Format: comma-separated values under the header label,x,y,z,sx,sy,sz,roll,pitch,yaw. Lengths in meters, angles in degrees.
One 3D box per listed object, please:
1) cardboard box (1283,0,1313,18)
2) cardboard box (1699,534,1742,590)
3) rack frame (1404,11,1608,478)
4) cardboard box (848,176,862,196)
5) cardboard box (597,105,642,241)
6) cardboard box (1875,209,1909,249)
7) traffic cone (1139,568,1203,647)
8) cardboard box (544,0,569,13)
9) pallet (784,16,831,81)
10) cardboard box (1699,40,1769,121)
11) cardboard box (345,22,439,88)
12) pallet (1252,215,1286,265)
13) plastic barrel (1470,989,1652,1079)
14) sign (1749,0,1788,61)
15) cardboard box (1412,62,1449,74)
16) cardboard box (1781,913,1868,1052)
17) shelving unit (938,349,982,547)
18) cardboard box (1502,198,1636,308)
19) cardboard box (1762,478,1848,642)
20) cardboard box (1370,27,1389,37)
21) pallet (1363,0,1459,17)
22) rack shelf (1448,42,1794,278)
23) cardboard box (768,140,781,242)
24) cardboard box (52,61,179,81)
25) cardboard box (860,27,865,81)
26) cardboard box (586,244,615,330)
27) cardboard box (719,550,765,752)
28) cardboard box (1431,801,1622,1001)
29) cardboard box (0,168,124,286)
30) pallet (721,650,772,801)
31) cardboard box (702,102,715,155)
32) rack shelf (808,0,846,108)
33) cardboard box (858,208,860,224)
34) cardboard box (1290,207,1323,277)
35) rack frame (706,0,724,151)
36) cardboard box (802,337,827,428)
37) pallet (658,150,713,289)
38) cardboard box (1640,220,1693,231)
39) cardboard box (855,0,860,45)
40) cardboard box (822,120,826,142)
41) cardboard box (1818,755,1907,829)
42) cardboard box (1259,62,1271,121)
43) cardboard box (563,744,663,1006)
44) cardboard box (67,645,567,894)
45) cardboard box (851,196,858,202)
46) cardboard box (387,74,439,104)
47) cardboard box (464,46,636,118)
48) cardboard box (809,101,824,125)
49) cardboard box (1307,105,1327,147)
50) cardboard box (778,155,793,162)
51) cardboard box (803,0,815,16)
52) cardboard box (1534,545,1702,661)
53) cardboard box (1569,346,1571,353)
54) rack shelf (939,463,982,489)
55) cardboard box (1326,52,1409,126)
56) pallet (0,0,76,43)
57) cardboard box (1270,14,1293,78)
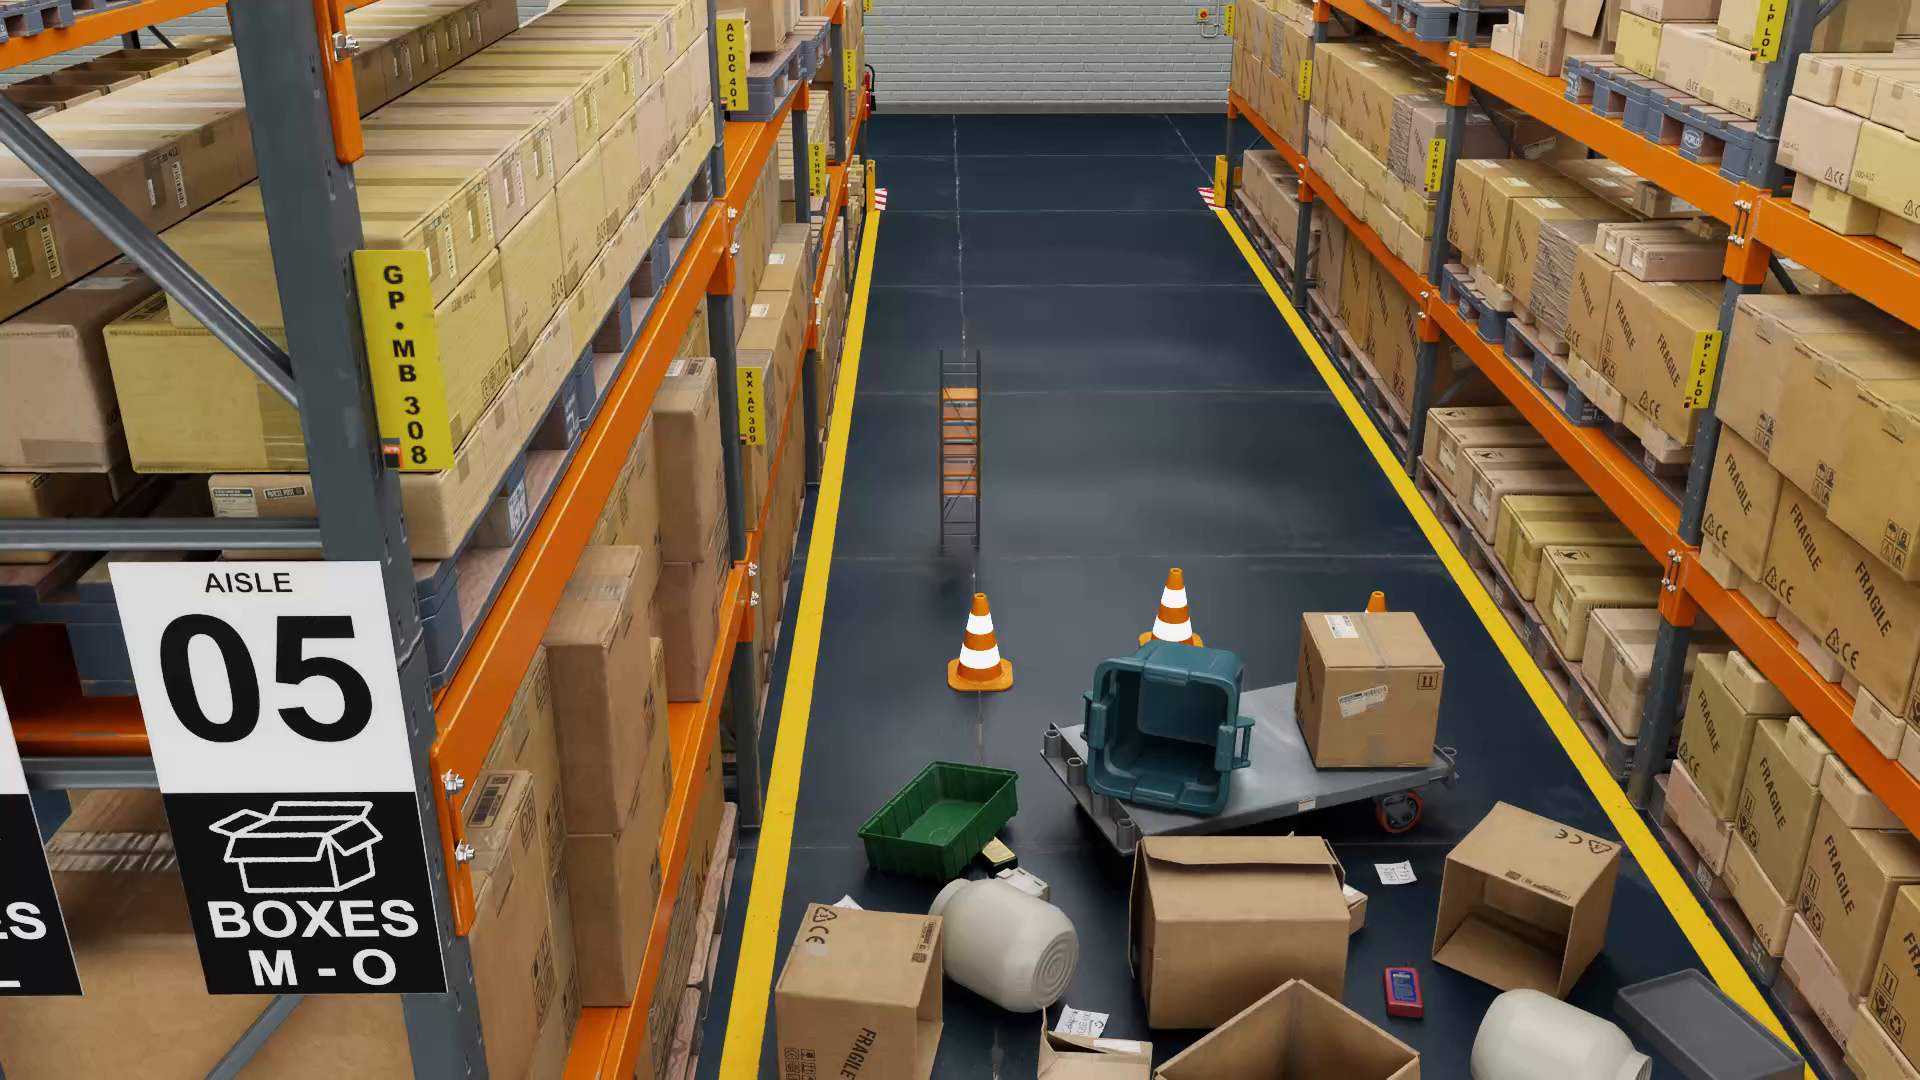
label,x,y,z,sx,sy,sz,roll,pitch,yaw
cardboard box,3.199,-4.910,15.344,0.380,0.149,0.250,-1,24,-2
cardboard box,3.242,0.082,6.734,0.380,0.149,0.250,0,24,-1
rack frame,3.515,-1.812,10.617,1.000,3.000,0.127,0,24,-1
cardboard box,-1.188,-3.564,16.718,0.380,0.149,0.250,1,24,1
cardboard box,-1.112,-0.947,4.253,0.500,0.250,0.500,0,24,-1
cardboard box,3.377,-1.077,5.656,0.380,0.149,0.250,0,24,-1
traffic cone,1.142,0.372,8.866,0.336,0.463,0.334,0,24,-1
cardboard box,-1.629,-2.384,7.719,0.500,0.311,0.500,-1,24,-2
pallet,-1.373,-2.764,9.311,1.213,0.211,1.003,1,24,2
cardboard box,3.408,-1.894,6.830,0.500,0.250,0.500,-1,24,-2
cardboard box,-1.713,-1.381,4.730,0.380,0.149,0.250,0,24,0
pallet,3.525,-3.008,16.644,1.003,0.211,1.213,0,24,-1
plastic barrel,2.066,1.814,5.726,0.512,0.421,0.421,19,30,35
sign,3.004,-1.942,6.158,0.100,0.325,0.005,0,24,-1
cardboard box,3.727,-3.357,12.697,0.500,0.500,0.500,0,24,1
cardboard box,3.321,1.580,5.943,0.500,0.250,0.500,-1,24,-1
shelving unit,0.000,-0.541,9.990,0.258,1.200,0.189,0,24,-1
cardboard box,3.314,-1.565,9.078,0.500,0.500,0.500,0,24,0
cardboard box,3.314,0.044,6.030,0.500,0.500,0.500,0,24,-1
cardboard box,3.728,-4.388,14.191,0.380,0.149,0.250,-1,24,-1
pallet,3.440,-3.819,11.643,1.003,0.211,1.213,1,24,2
rack shelf,3.537,-2.027,8.325,1.077,0.370,4.000,0,24,-1
cardboard box,-1.438,-2.065,9.840,0.700,0.500,0.500,0,24,-1
cardboard box,-6.427,-3.373,12.728,0.797,0.503,0.637,0,24,0
cardboard box,-1.258,-5.042,17.276,0.500,0.500,0.500,0,24,1
cardboard box,-1.043,-0.604,3.979,0.380,0.149,0.250,0,24,-1
cardboard box,-1.486,0.478,7.773,1.050,0.750,0.750,0,24,-1
cardboard box,2.210,1.421,6.498,0.500,0.500,0.500,19,30,35
cardboard box,-1.690,-0.545,2.880,0.380,0.149,0.250,0,24,0
pallet,-1.474,0.853,8.108,1.003,0.211,1.213,0,24,-1
cardboard box,-1.066,-1.441,5.829,0.380,0.149,0.250,0,24,-1
rack shelf,-1.455,-3.611,11.828,1.077,0.370,4.000,0,24,-1
cardboard box,-1.204,-3.300,16.857,0.380,0.149,0.250,-1,24,-3
cardboard box,3.572,-2.744,15.276,0.875,0.438,0.875,-1,24,-1
rack frame,-1.390,-2.834,5.595,1.000,3.000,0.127,0,24,-1
cardboard box,-1.186,-1.093,11.551,0.500,0.500,0.500,-1,24,-3
pallet,-1.391,-1.089,5.486,1.003,0.211,1.213,0,24,-1
cardboard box,3.826,-1.353,8.609,0.500,0.500,0.500,-1,24,-3
cardboard box,-1.247,-5.071,16.127,0.500,0.500,0.500,1,24,2
cardboard box,-1.271,-3.235,13.197,0.380,0.149,0.250,1,24,2
cardboard box,3.250,0.879,5.796,0.380,0.149,0.250,1,24,2
cardboard box,3.189,-4.331,16.065,0.500,0.500,0.500,1,24,1
cardboard box,-1.304,0.869,4.506,0.875,0.550,0.550,0,24,-1
cardboard box,-1.410,0.608,3.772,0.875,0.550,0.550,0,24,-1
cardboard box,-1.219,-3.323,16.547,0.380,0.149,0.250,1,24,2
cardboard box,-1.651,-1.152,4.708,0.500,0.250,0.500,-1,24,-1
cardboard box,-1.050,-1.178,4.280,0.380,0.149,0.250,0,24,0
cardboard box,-1.273,-3.363,13.119,0.380,0.149,0.250,-1,24,-2
cardboard box,3.194,-3.437,13.786,0.500,0.250,0.500,-1,24,-2
cardboard box,-1.249,-2.499,11.210,0.380,0.149,0.250,0,24,-1
cardboard box,-1.174,-3.397,10.360,0.500,0.500,0.500,0,24,-1
cardboard box,3.539,0.330,8.561,0.950,0.372,0.625,1,24,3
cardboard box,3.380,-0.981,8.575,0.380,0.149,0.250,-1,24,-2
rack shelf,0.000,-0.391,10.057,0.258,0.103,0.180,0,24,-1
cardboard box,3.222,-3.570,13.168,0.500,0.500,0.500,0,24,-1
pallet,-6.454,-3.314,10.525,1.213,0.211,1.003,1,24,2
cardboard box,3.178,-4.574,15.388,0.500,0.500,0.500,0,24,0
